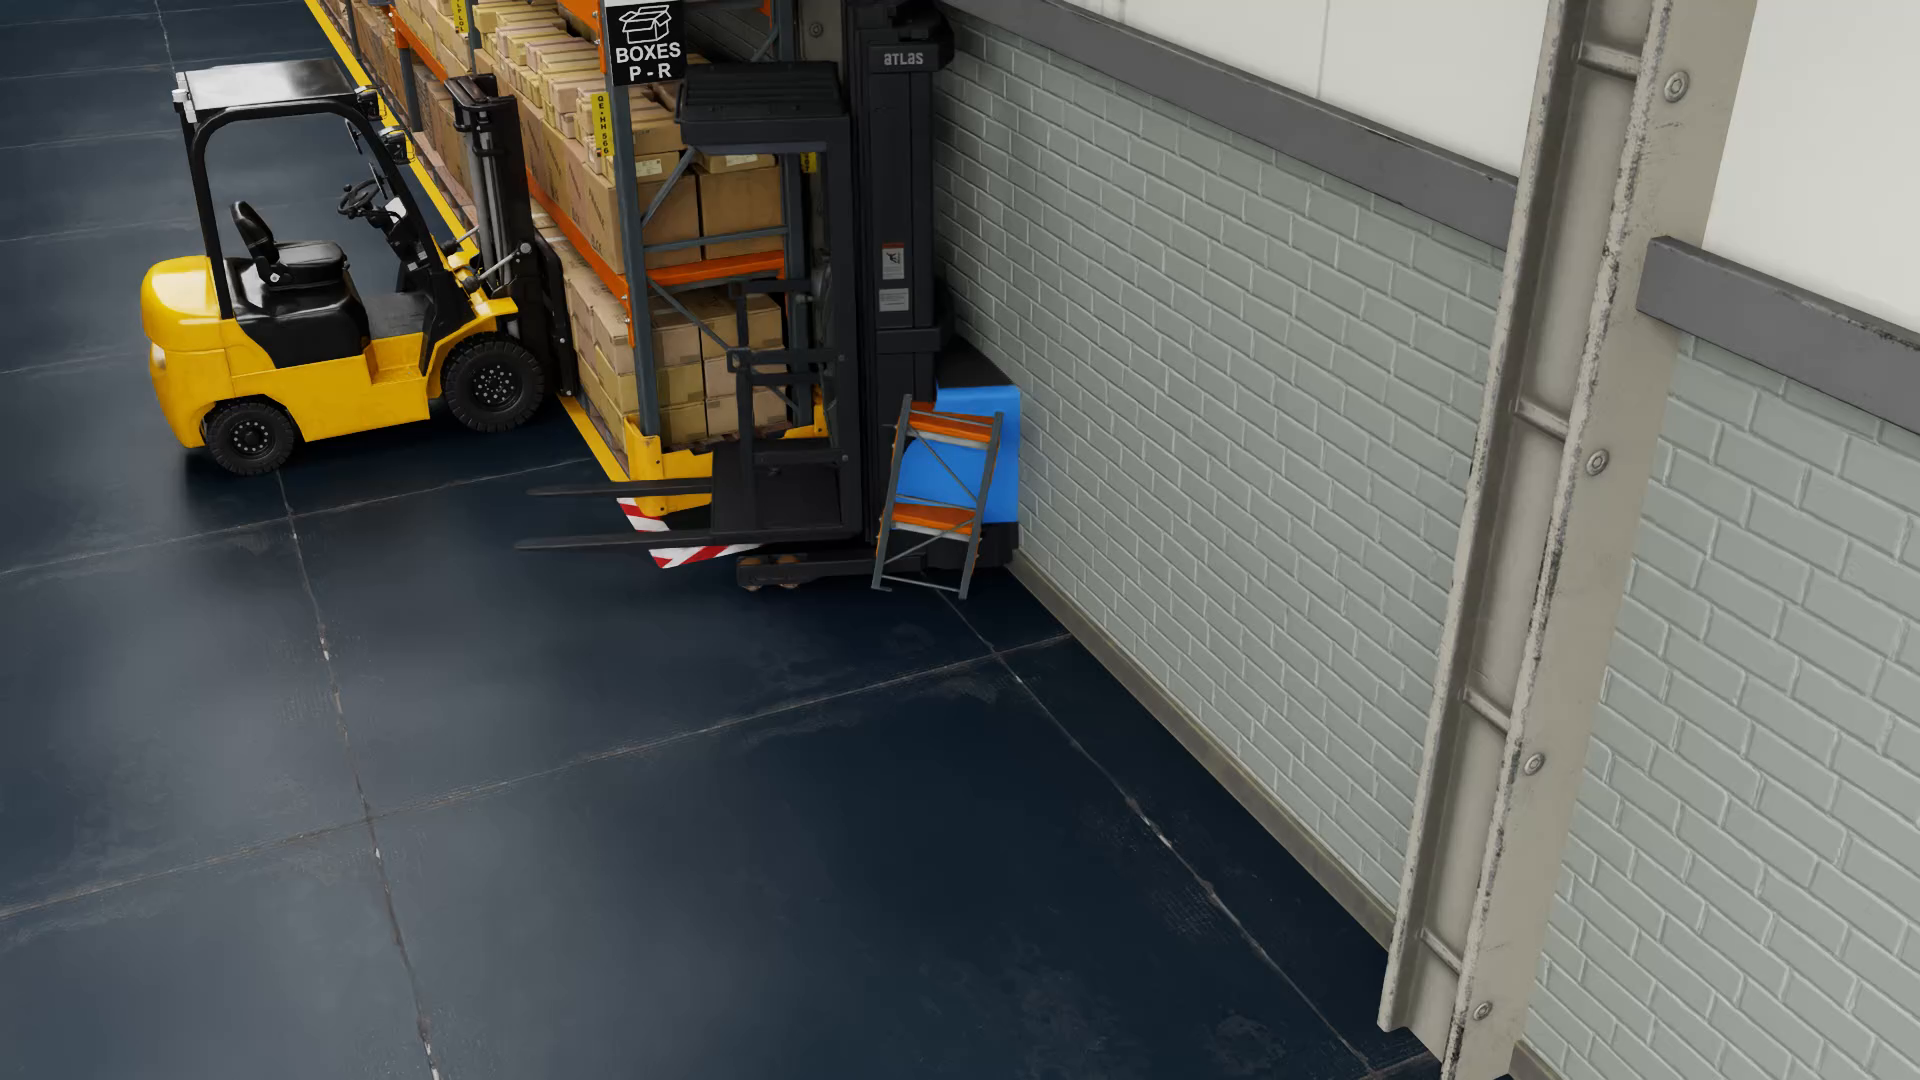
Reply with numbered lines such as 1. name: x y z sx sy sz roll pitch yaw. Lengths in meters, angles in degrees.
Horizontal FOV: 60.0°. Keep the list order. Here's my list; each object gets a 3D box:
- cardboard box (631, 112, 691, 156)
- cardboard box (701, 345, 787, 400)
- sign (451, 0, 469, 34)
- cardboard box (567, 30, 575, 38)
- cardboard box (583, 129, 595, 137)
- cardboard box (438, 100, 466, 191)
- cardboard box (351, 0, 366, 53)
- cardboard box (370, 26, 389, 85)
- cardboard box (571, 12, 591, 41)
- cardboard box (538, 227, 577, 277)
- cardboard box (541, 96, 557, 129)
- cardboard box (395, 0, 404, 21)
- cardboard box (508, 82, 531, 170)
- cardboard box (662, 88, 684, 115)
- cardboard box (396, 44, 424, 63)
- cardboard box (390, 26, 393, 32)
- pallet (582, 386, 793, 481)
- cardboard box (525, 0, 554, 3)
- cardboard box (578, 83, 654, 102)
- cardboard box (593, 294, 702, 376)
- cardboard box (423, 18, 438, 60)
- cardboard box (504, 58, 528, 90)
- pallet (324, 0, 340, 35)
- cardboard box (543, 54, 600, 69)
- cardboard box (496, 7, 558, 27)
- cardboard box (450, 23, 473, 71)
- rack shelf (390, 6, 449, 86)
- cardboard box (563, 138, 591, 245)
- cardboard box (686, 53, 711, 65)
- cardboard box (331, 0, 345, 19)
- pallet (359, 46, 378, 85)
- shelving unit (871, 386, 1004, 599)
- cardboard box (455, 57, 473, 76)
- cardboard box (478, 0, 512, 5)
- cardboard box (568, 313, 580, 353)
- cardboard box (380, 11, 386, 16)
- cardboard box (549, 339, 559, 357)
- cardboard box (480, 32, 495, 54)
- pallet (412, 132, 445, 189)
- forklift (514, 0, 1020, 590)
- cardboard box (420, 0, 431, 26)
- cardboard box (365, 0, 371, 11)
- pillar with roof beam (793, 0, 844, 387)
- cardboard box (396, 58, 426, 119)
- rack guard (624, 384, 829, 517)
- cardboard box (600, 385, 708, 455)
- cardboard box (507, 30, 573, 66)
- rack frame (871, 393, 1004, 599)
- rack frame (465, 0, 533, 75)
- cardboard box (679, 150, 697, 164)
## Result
1. cardboard box: -1.687 -2.209 9.053 0.380 0.149 0.250 -13 32 -22
2. cardboard box: -1.357 -1.092 10.001 0.500 0.250 0.500 -12 32 -21
3. sign: -3.546 -3.758 11.782 0.100 0.325 0.005 -13 32 -22
4. cardboard box: -2.551 -3.541 11.732 0.380 0.149 0.250 -14 32 -23
5. cardboard box: -1.937 -2.294 9.508 0.380 0.149 0.250 -12 32 -21
6. cardboard box: -3.945 -3.457 14.347 0.875 0.625 0.625 -14 32 -24
7. cardboard box: -6.490 -5.772 18.602 0.500 0.500 0.500 -12 31 -20
8. cardboard box: -5.825 -5.087 17.381 0.500 0.500 0.500 -14 32 -24
9. cardboard box: -2.454 -3.551 11.446 0.380 0.149 0.250 -13 32 -22
10. cardboard box: -2.483 -1.867 10.873 0.500 0.250 0.500 -14 32 -23
11. cardboard box: -2.317 -2.621 10.092 0.380 0.149 0.250 -13 32 -22
12. cardboard box: -4.807 -4.860 15.004 0.500 0.250 0.500 -13 32 -22
13. cardboard box: -2.648 -2.749 10.982 0.500 0.500 0.500 -13 32 -22
14. cardboard box: -1.502 -2.525 9.616 0.380 0.149 0.250 -12 32 -21
15. cardboard box: -5.218 -4.714 16.052 0.380 0.149 0.250 -15 32 -24
16. cardboard box: -5.508 -5.079 16.704 0.380 0.149 0.250 -12 31 -21
17. pallet: -1.709 -0.752 10.375 1.003 0.211 1.213 -13 32 -22
18. cardboard box: -3.085 -4.062 12.662 0.380 0.149 0.250 -14 32 -24
19. cardboard box: -1.997 -2.547 9.656 0.380 0.149 0.250 -13 32 -22
20. cardboard box: -1.822 -1.197 9.677 0.500 0.250 0.500 -12 31 -20
21. cardboard box: -4.147 -4.181 13.793 0.500 0.250 0.500 -12 31 -20
22. cardboard box: -2.761 -3.072 10.897 0.380 0.149 0.250 -13 32 -22
23. pallet: -7.316 -6.567 20.745 1.003 0.211 1.213 -13 32 -22
24. cardboard box: -2.350 -2.885 10.259 0.380 0.149 0.250 -13 32 -21
25. cardboard box: -2.981 -3.566 11.473 0.380 0.149 0.250 -13 32 -21
26. cardboard box: -3.501 -3.722 12.462 0.500 0.250 0.500 -14 32 -23
27. rack shelf: -3.918 -3.976 14.008 1.077 0.370 4.000 -13 32 -22
28. cardboard box: -2.005 -2.076 9.783 0.500 0.500 0.500 -12 31 -20
29. cardboard box: -1.754 -2.885 10.258 0.380 0.149 0.250 -14 32 -23
30. cardboard box: -7.257 -6.665 20.196 0.700 0.500 0.500 -14 32 -24
31. pallet: -6.111 -5.372 18.614 1.003 0.211 1.213 -13 32 -22
32. shelving unit: -0.081 -0.435 8.892 0.538 1.125 1.048 11 30 -1
33. cardboard box: -3.512 -3.508 12.593 0.500 0.250 0.500 -12 32 -21
34. cardboard box: -3.534 -3.947 12.456 0.380 0.149 0.250 -14 32 -23
35. cardboard box: -2.280 -1.438 10.618 0.500 0.250 0.500 -14 32 -23
36. cardboard box: -5.821 -5.424 17.320 0.380 0.149 0.250 -13 32 -22
37. cardboard box: -2.484 -1.433 11.121 0.500 0.250 0.500 -12 31 -20
38. cardboard box: -3.160 -3.536 11.724 0.380 0.149 0.250 -14 32 -23
39. pallet: -4.459 -3.585 15.427 1.003 0.211 1.213 -13 32 -22
40. forklift: -0.876 -1.289 8.552 3.031 2.935 1.130 -3 29 -6
41. cardboard box: -4.143 -4.401 13.674 0.500 0.250 0.500 -13 32 -21
42. cardboard box: -6.271 -5.884 18.140 0.380 0.149 0.250 -15 33 -25
43. pillar with roof beam: -4.715 -3.848 6.912 9.100 9.000 0.400 -13 32 -22
44. cardboard box: -5.153 -4.407 16.169 0.500 0.500 0.500 -12 31 -21
45. rack guard: -1.332 -0.538 9.698 1.175 0.500 0.348 -13 32 -22
46. cardboard box: -1.829 -0.764 9.927 0.500 0.250 0.500 -13 32 -22
47. cardboard box: -2.726 -3.207 10.833 0.380 0.149 0.250 -14 32 -23
48. rack frame: -0.124 -0.188 8.450 0.500 1.125 0.032 11 30 -1
49. rack frame: -3.060 -3.406 12.257 1.000 3.000 0.127 -13 32 -22
50. cardboard box: -1.417 -2.265 9.458 0.380 0.149 0.250 -13 32 -22
